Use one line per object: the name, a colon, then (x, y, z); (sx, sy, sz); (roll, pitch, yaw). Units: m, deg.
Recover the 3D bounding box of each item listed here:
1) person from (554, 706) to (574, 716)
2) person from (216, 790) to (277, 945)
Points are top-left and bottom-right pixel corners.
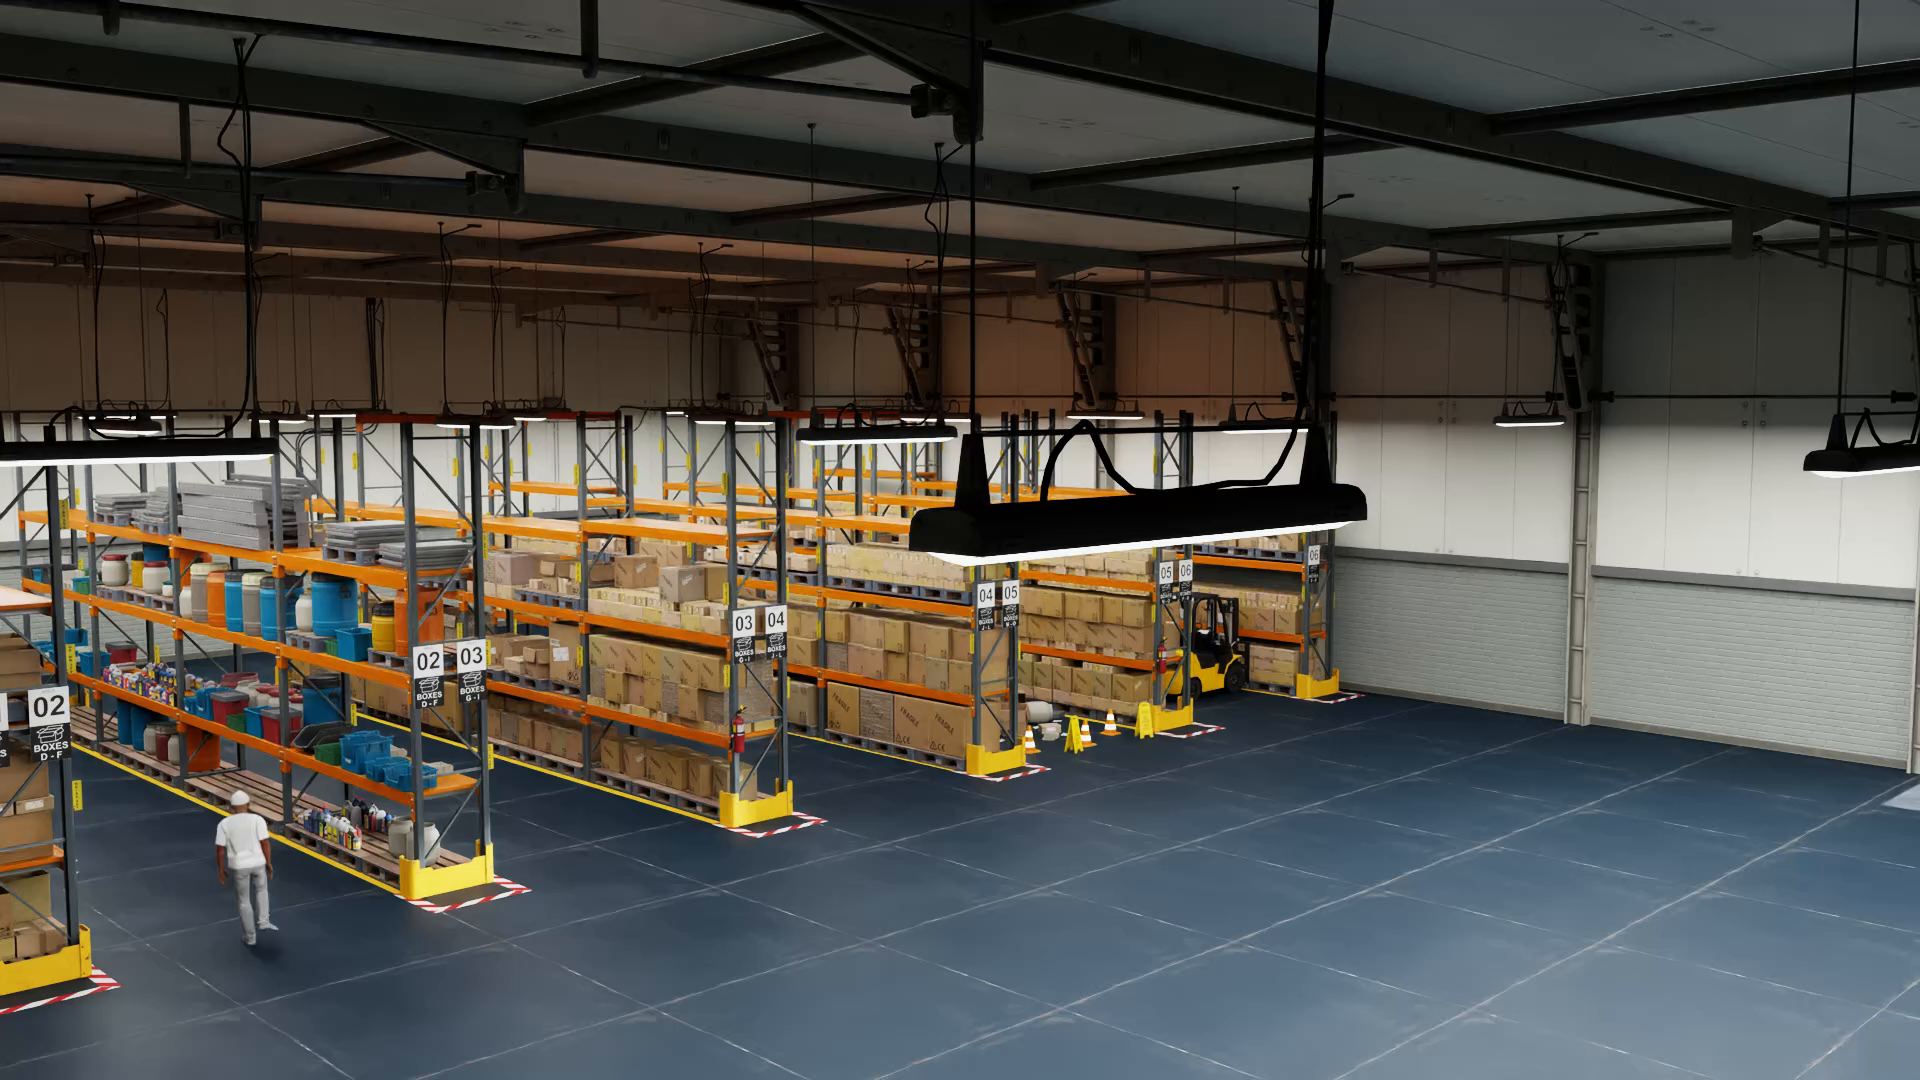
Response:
person: (-7.641, 2.729, 31.878); (0.568, 1.635, 0.431); (-2, 5, -19)
person: (-8.256, 3.778, 19.227); (0.600, 1.753, 0.517); (-3, 6, -33)
